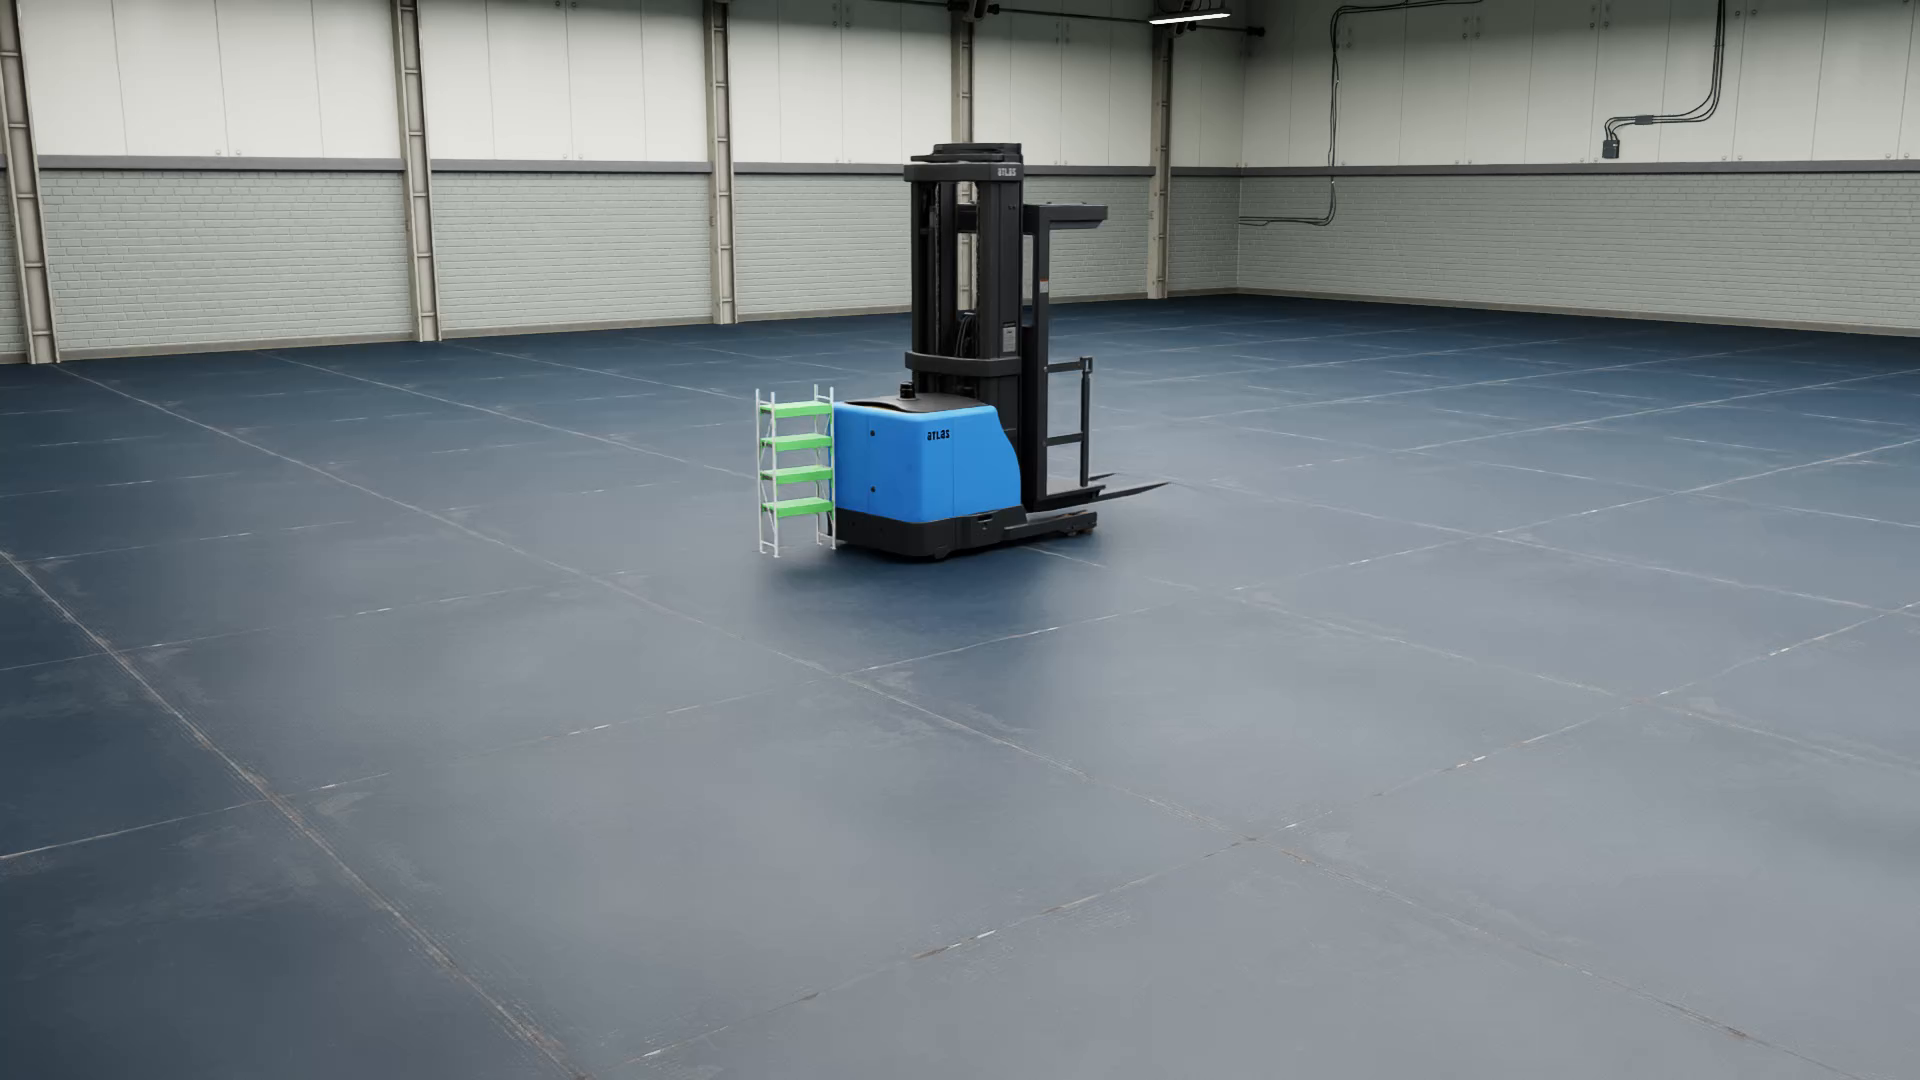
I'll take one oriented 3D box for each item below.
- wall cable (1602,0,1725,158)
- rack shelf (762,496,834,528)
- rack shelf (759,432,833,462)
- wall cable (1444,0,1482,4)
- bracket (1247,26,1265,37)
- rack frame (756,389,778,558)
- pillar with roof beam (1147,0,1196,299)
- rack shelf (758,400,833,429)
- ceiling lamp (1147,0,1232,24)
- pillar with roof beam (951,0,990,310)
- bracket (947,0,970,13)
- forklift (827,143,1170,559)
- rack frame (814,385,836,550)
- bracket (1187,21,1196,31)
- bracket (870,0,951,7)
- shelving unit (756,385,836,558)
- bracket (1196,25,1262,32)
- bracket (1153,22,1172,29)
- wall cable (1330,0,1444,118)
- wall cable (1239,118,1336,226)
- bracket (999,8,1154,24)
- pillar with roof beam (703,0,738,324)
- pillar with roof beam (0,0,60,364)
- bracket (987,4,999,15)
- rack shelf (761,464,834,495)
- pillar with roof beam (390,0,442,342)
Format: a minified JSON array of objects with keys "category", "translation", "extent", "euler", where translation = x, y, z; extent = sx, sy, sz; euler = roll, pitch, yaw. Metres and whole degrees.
[{"category":"wall cable","translation":[13.792,-10.518,32.308],"extent":[0.169,6.003,2.305],"euler":[-9,15,-38]},{"category":"rack shelf","translation":[-1.193,-0.209,12.189],"extent":[0.480,0.148,0.258],"euler":[-9,15,-35]},{"category":"rack shelf","translation":[-1.193,-0.679,12.089],"extent":[0.480,0.148,0.258],"euler":[-9,15,-35]},{"category":"wall cable","translation":[11.497,-12.632,34.817],"extent":[0.112,2.526,3.097],"euler":[-9,15,-38]},{"category":"bracket","translation":[7.144,-12.293,40.189],"extent":[0.430,0.232,0.235],"euler":[-9,15,-38]},{"category":"rack frame","translation":[-1.391,-0.477,11.986],"extent":[0.015,1.200,0.240],"euler":[-9,15,-35]},{"category":"pillar with roof beam","translation":[7.437,-9.530,35.844],"extent":[0.548,9.000,9.100],"euler":[-9,15,-38]},{"category":"rack shelf","translation":[-1.193,-0.914,12.039],"extent":[0.480,0.148,0.258],"euler":[-9,15,-35]},{"category":"ceiling lamp","translation":[4.697,-11.812,32.536],"extent":[0.800,3.185,2.000],"euler":[-9,15,-38]},{"category":"pillar with roof beam","translation":[2.751,-8.751,32.177],"extent":[0.548,9.000,9.100],"euler":[-9,15,-38]},{"category":"bracket","translation":[-0.040,-11.099,34.567],"extent":[0.430,0.232,0.235],"euler":[-9,15,-38]},{"category":"forklift","translation":[0.425,-1.533,12.792],"extent":[3.031,2.935,1.130],"euler":[-11,16,-43]},{"category":"rack frame","translation":[-0.996,-0.536,12.266],"extent":[0.015,1.200,0.240],"euler":[-9,15,-35]},{"category":"bracket","translation":[5.293,-11.985,38.740],"extent":[0.430,0.232,0.235],"euler":[-9,15,-38]},{"category":"bracket","translation":[-2.052,-10.764,32.992],"extent":[4.783,0.066,0.076],"euler":[-9,15,-38]},{"category":"shelving unit","translation":[-1.193,-0.507,12.126],"extent":[0.503,1.200,0.258],"euler":[-9,15,-35]},{"category":"bracket","translation":[6.682,-12.216,39.828],"extent":[3.189,0.066,0.076],"euler":[-9,15,-38]},{"category":"bracket","translation":[4.645,-11.877,38.233],"extent":[0.430,0.232,0.235],"euler":[-9,15,-38]},{"category":"wall cable","translation":[9.564,-10.909,37.654],"extent":[0.112,2.526,3.097],"euler":[-9,15,-38]},{"category":"wall cable","translation":[7.874,-8.877,40.245],"extent":[0.112,2.526,3.097],"euler":[-9,15,-38]},{"category":"bracket","translation":[2.633,-11.543,36.659],"extent":[4.783,0.066,0.076],"euler":[-9,15,-38]},{"category":"pillar with roof beam","translation":[-1.934,-7.973,28.511],"extent":[0.548,9.000,9.100],"euler":[-9,15,-38]},{"category":"pillar with roof beam","translation":[-11.304,-6.416,21.178],"extent":[0.400,9.000,9.100],"euler":[-9,15,-38]},{"category":"bracket","translation":[0.608,-11.207,35.074],"extent":[0.430,0.232,0.235],"euler":[-9,15,-38]},{"category":"rack shelf","translation":[-1.193,-0.444,12.139],"extent":[0.480,0.148,0.258],"euler":[-9,15,-35]},{"category":"pillar with roof beam","translation":[-6.619,-7.194,24.844],"extent":[0.400,9.000,9.100],"euler":[-9,15,-38]}]
